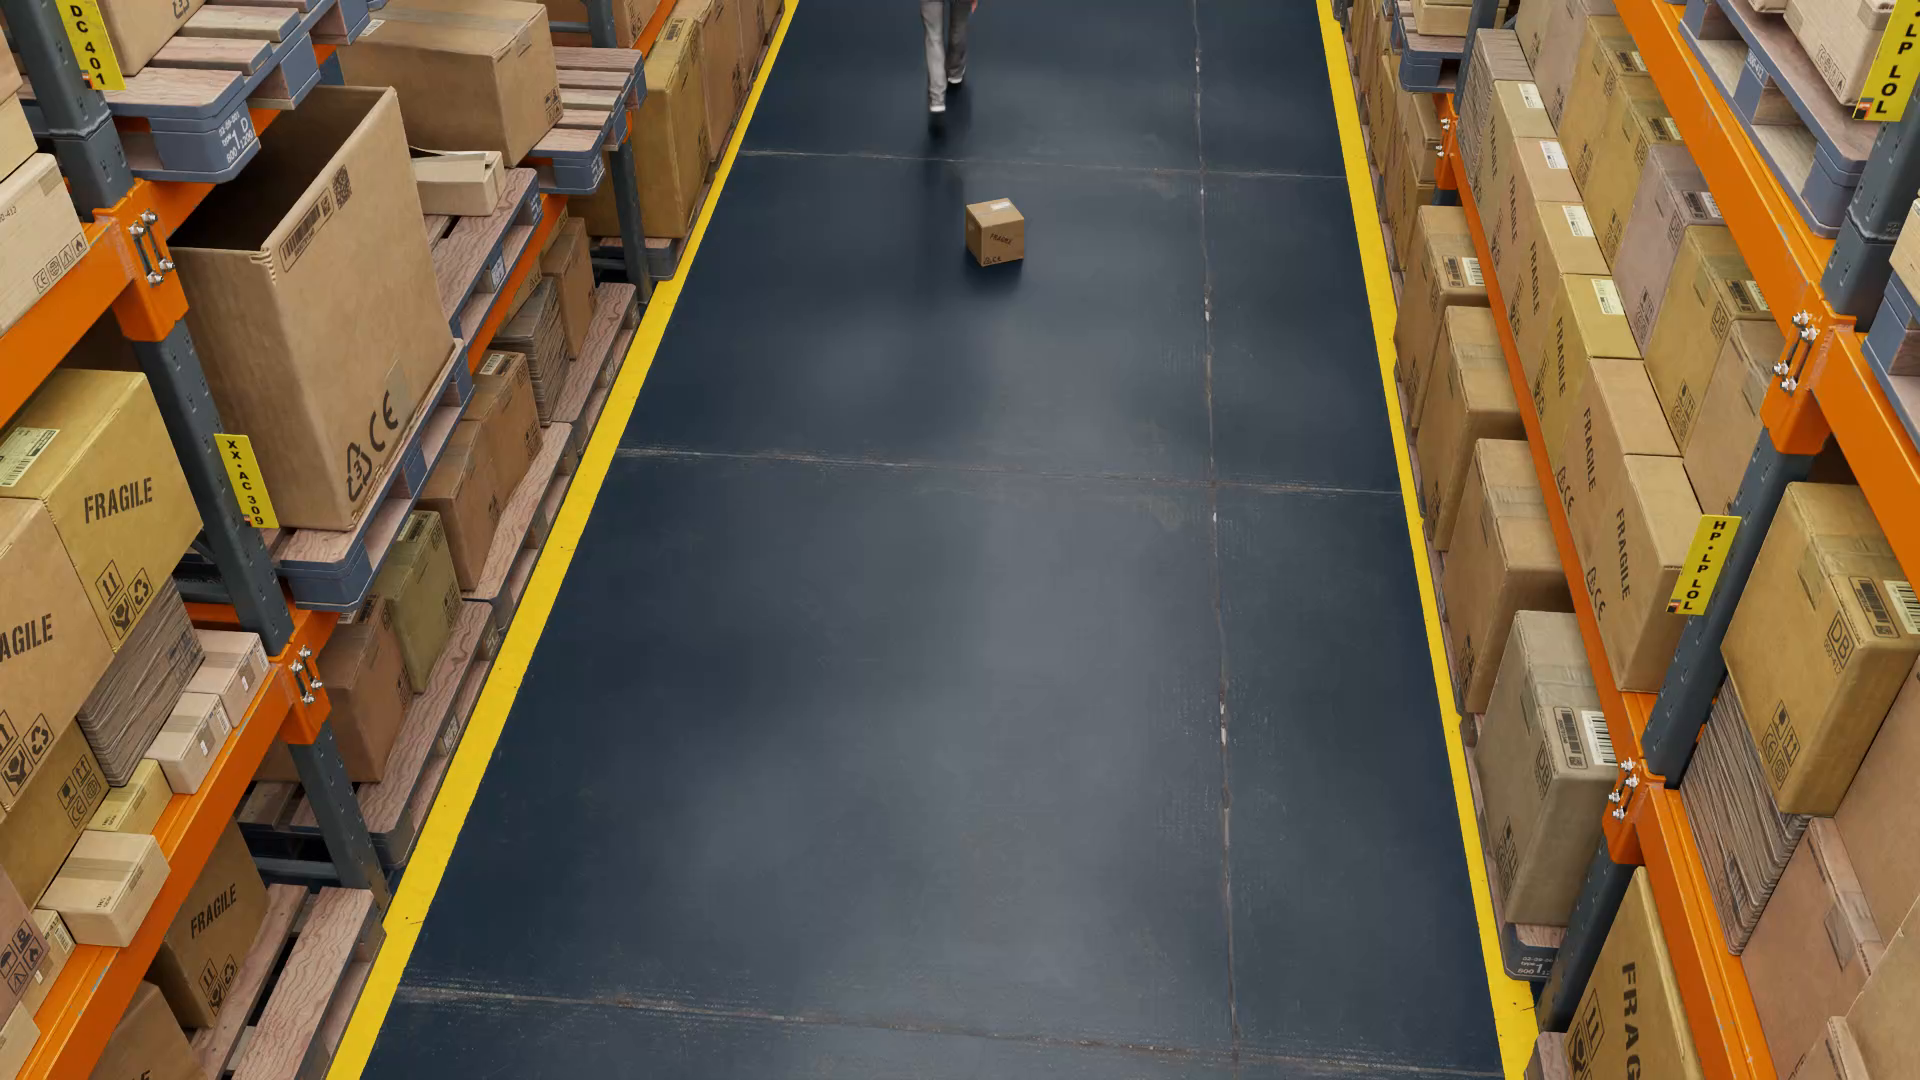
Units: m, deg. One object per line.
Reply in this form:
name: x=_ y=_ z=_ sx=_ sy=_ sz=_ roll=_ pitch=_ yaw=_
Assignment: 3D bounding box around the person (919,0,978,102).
person: x=-0.109 y=-3.398 z=10.079 sx=0.436 sy=1.496 sz=0.780 roll=0 pitch=41 yaw=0
